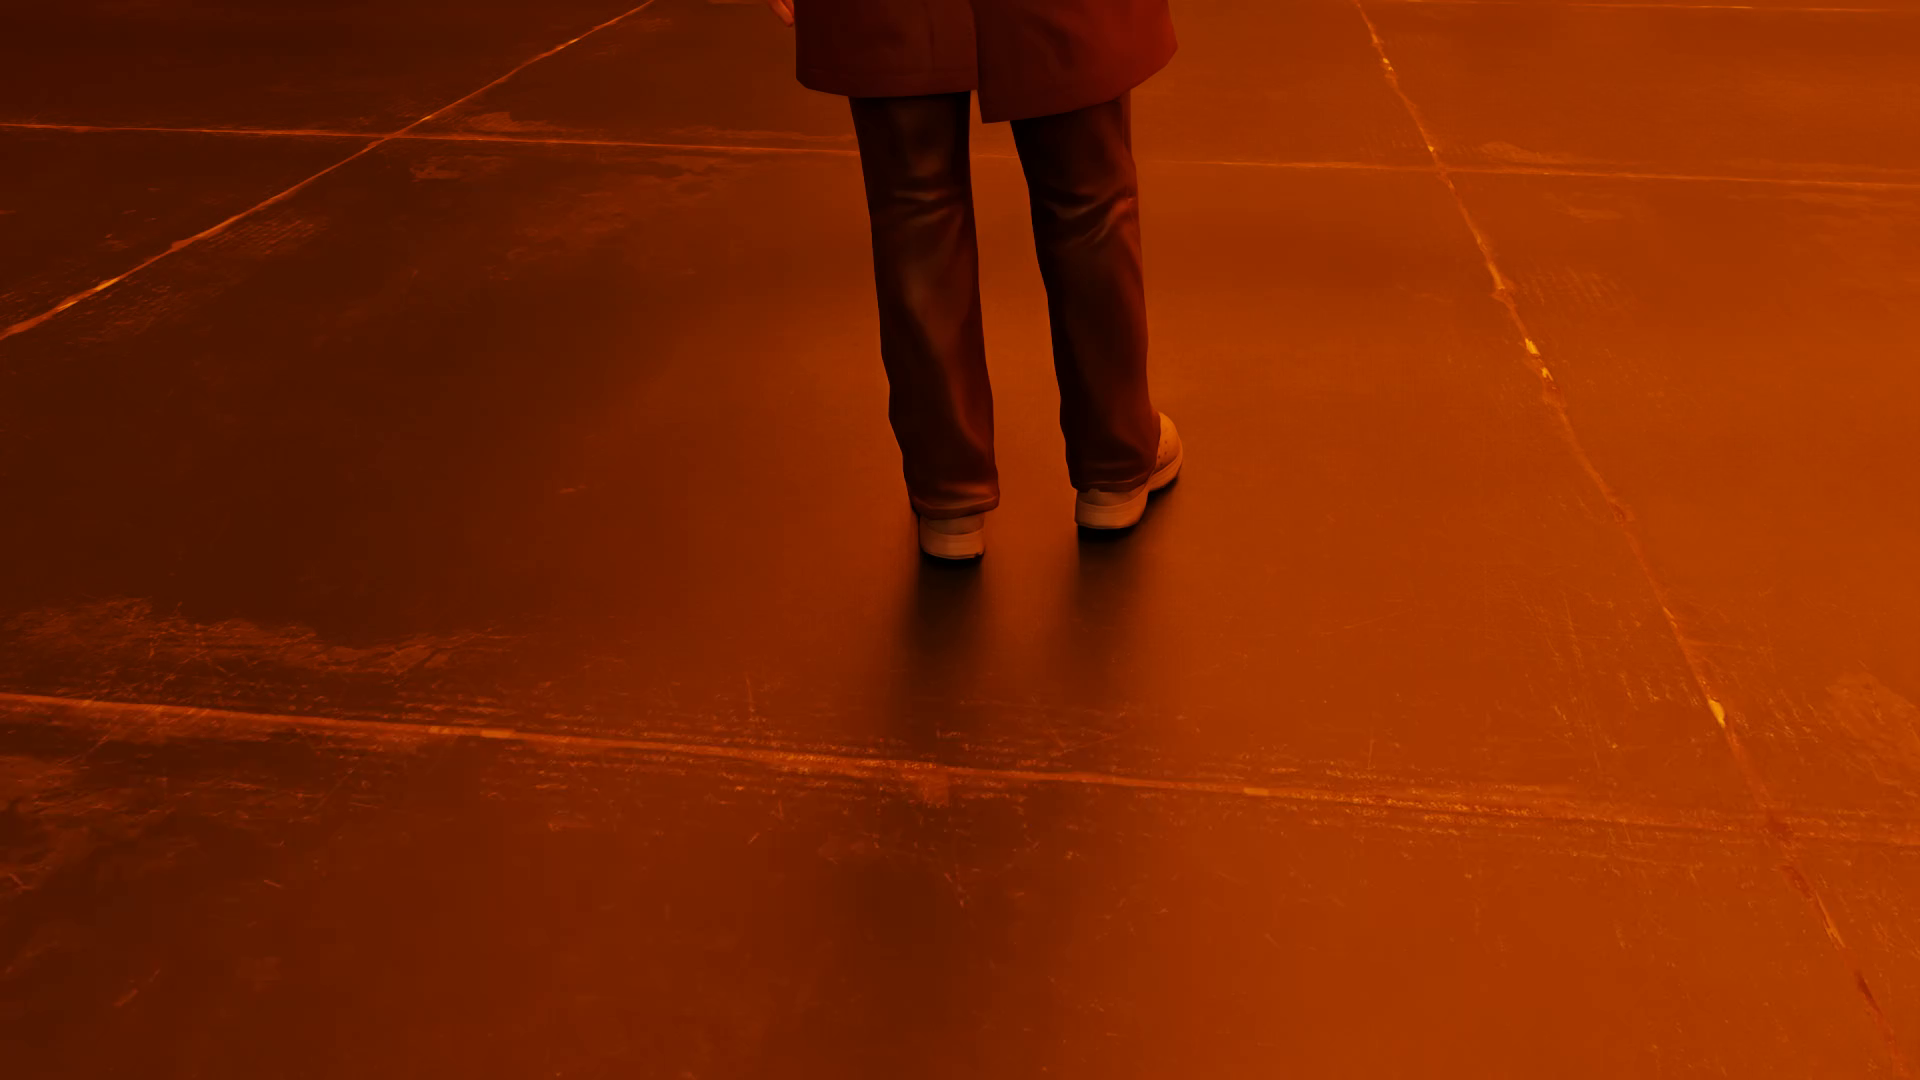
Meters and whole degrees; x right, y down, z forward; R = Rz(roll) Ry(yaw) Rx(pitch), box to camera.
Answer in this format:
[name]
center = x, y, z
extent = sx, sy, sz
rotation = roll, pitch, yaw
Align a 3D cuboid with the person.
[person]
center = 0.016, -0.843, 2.181
extent = 0.698, 1.778, 0.579
rotation = 3, 27, 7
